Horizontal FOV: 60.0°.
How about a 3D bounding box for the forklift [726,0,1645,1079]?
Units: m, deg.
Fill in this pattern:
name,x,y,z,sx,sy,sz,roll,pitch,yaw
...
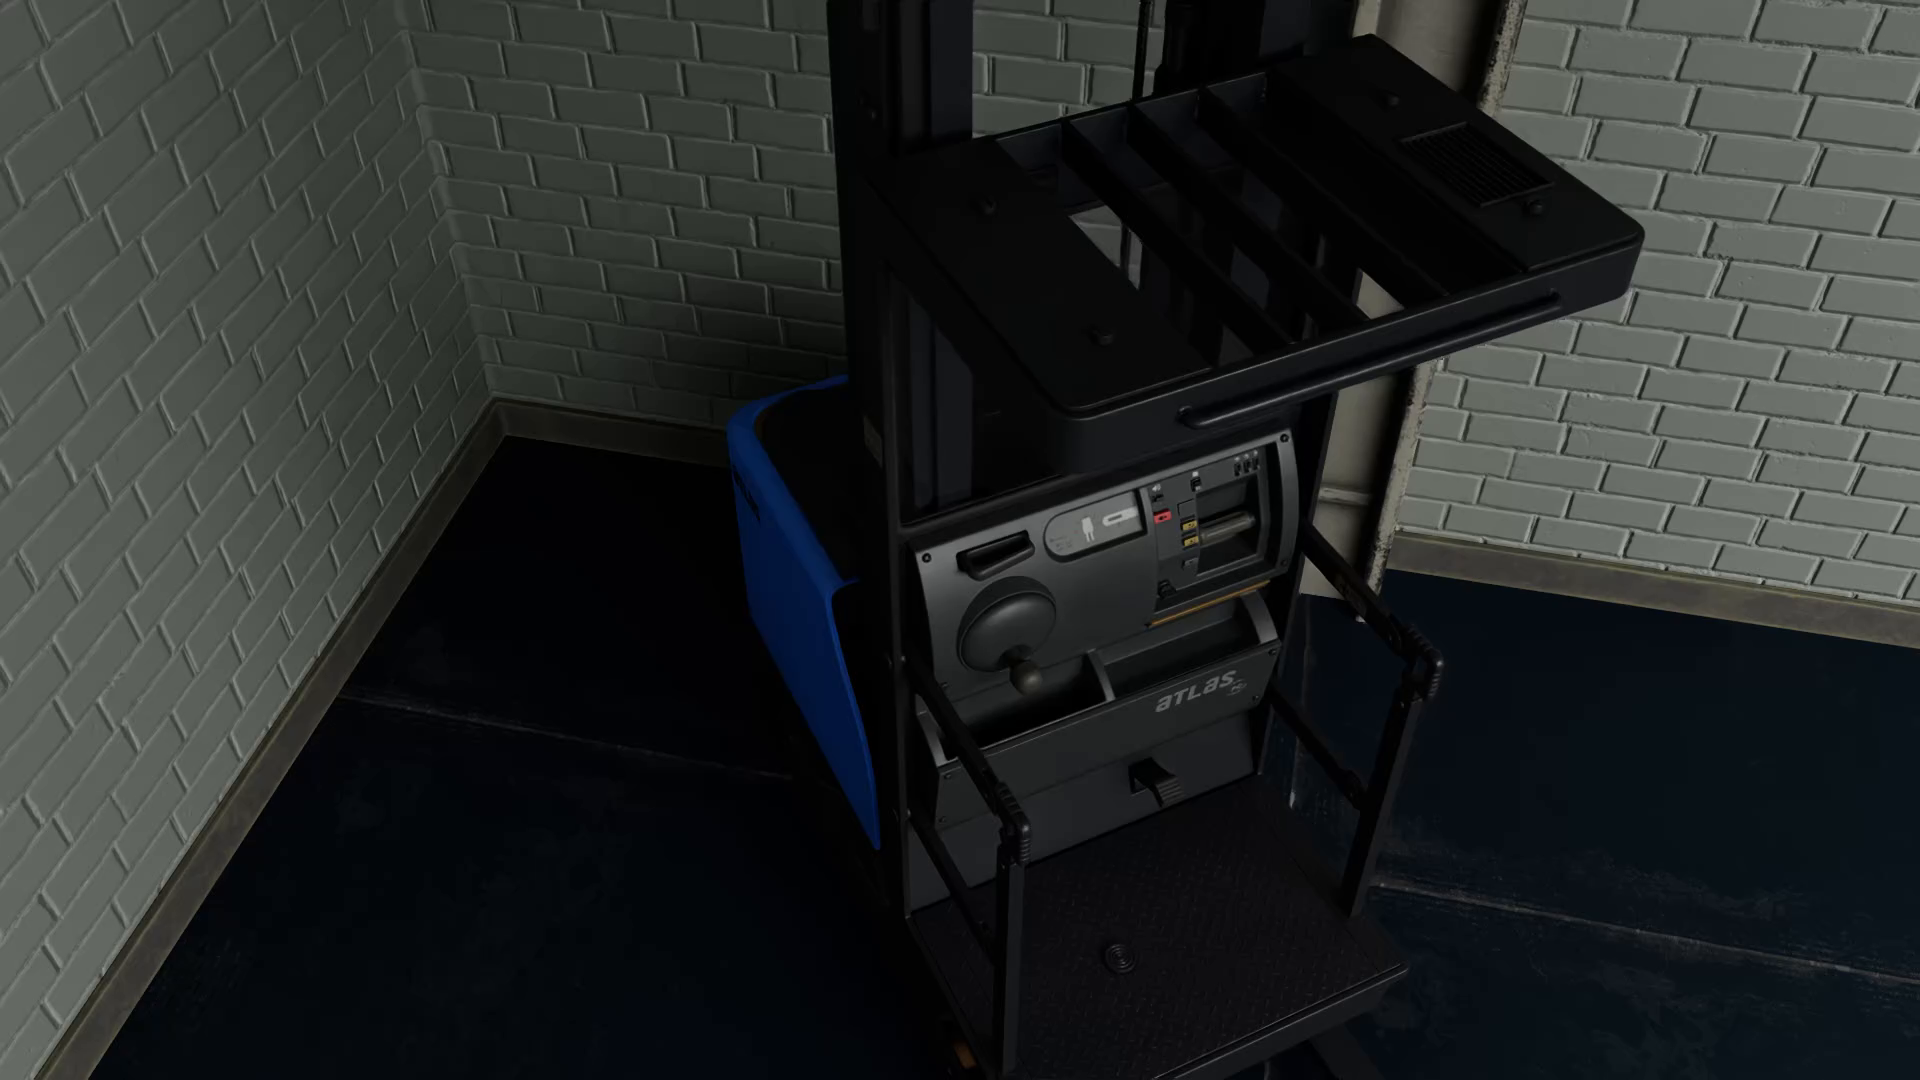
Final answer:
name,x,y,z,sx,sy,sz,roll,pitch,yaw
forklift,0.432,0.128,3.503,1.130,2.935,3.031,-18,47,-18
